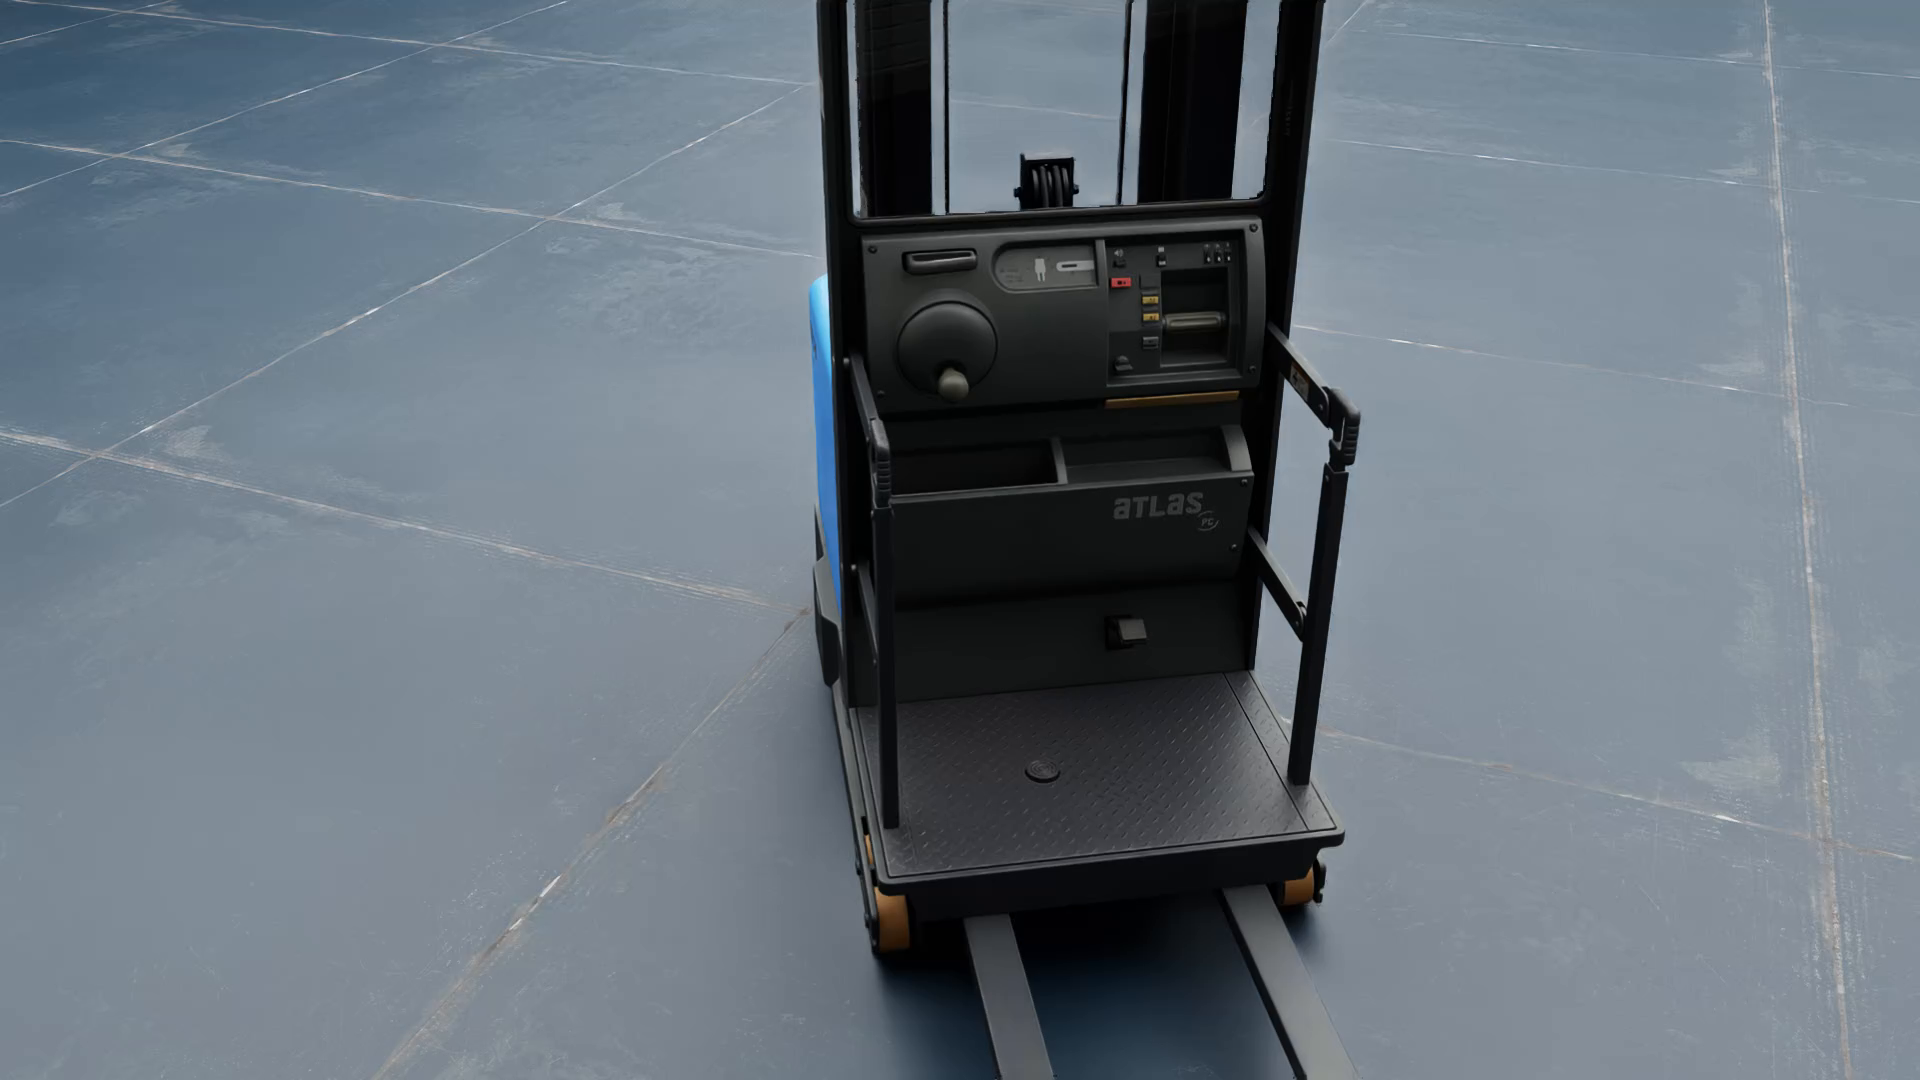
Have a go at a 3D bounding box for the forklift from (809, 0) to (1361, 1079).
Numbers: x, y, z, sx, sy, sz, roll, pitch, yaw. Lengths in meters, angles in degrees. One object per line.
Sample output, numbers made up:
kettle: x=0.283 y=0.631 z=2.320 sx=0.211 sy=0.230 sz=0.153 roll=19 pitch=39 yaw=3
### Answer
forklift: x=0.281 y=-0.477 z=3.616 sx=1.130 sy=2.935 sz=3.031 roll=-5 pitch=30 yaw=-8
